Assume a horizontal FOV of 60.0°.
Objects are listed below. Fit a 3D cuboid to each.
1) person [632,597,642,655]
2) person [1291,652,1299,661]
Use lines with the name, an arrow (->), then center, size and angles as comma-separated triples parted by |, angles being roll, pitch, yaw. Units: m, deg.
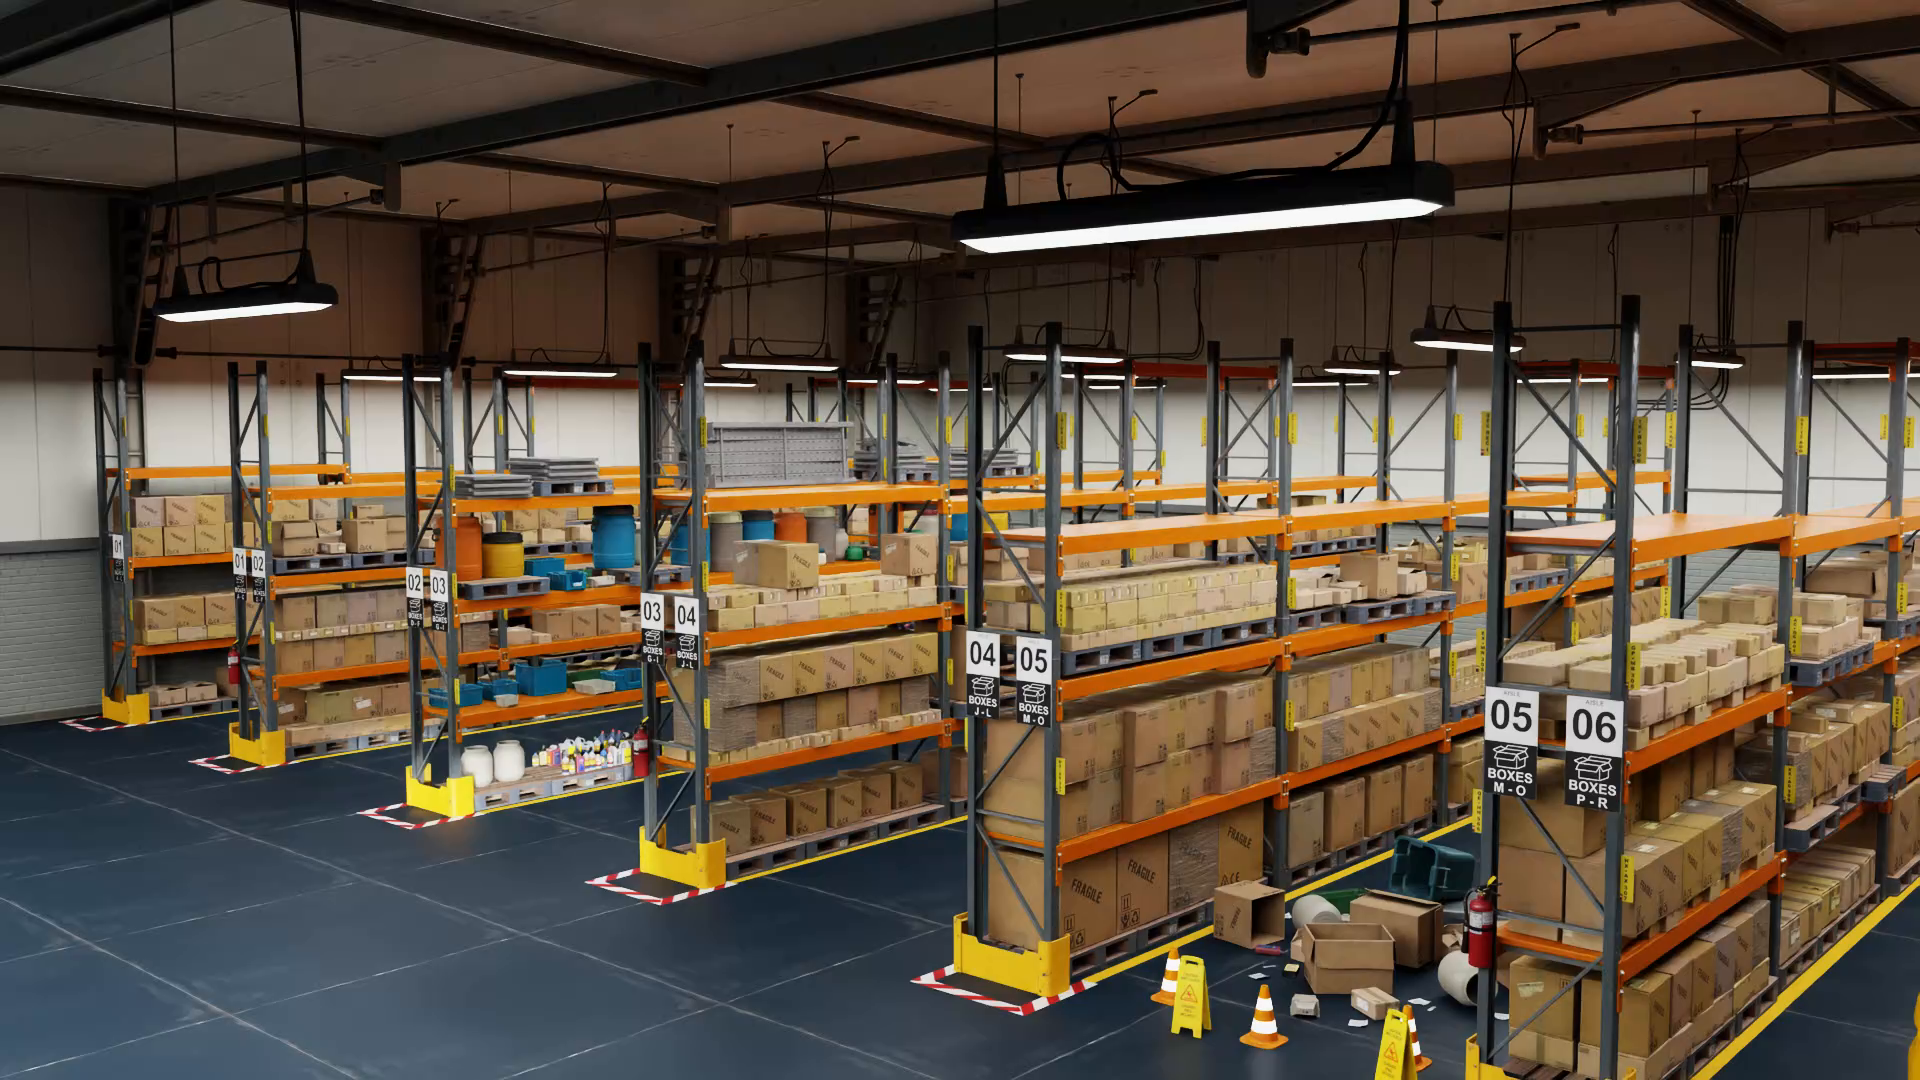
person -> -6.202, 1.903, 32.637 | 0.549, 1.672, 0.979 | 2, 5, 28
person -> 5.215, 2.465, 25.611 | 0.604, 1.651, 0.510 | -3, 5, -36
